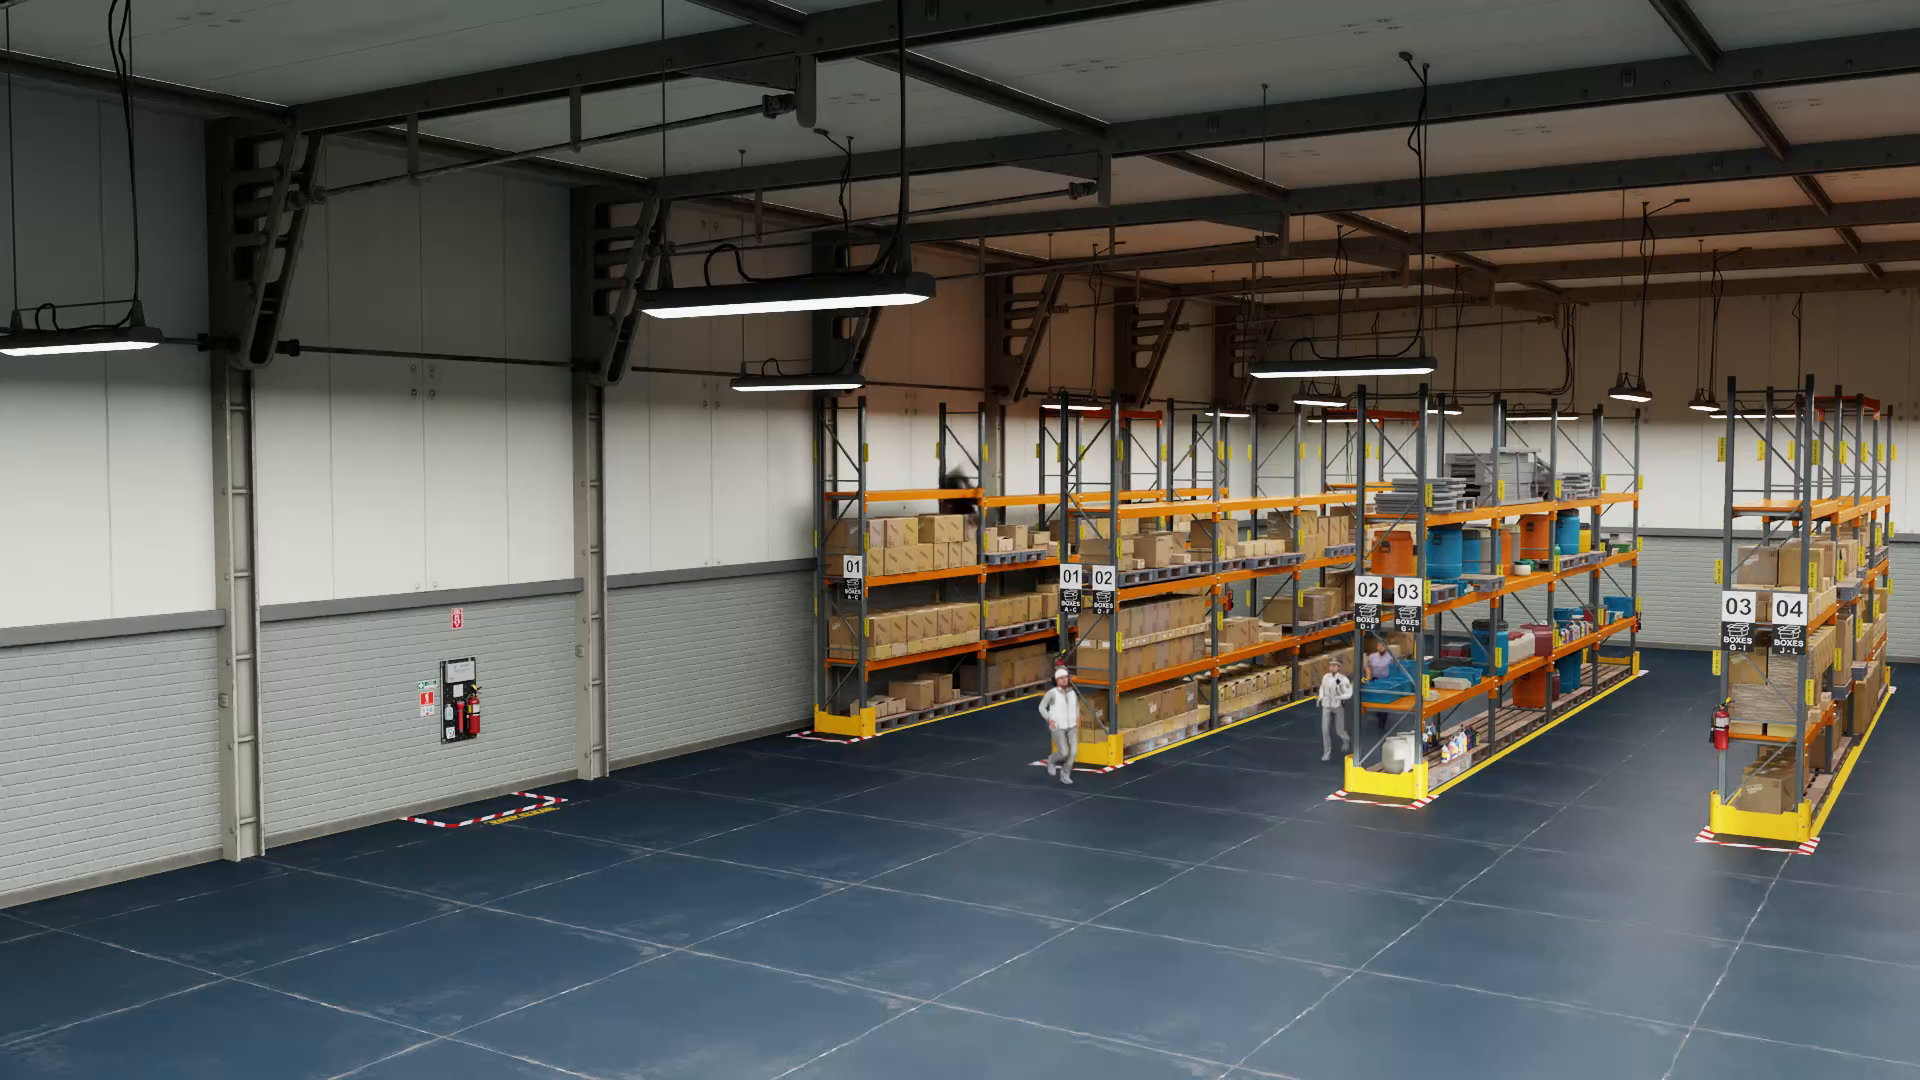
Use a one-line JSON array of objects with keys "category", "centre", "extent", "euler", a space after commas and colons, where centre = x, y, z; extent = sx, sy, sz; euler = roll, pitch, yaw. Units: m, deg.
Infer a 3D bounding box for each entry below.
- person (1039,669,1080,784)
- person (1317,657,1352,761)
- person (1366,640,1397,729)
[{"category": "person", "centre": [1.543, 2.823, 25.223], "extent": [0.676, 1.726, 0.549], "euler": [-1, 3, -26]}, {"category": "person", "centre": [6.113, 2.736, 27.174], "extent": [0.626, 1.665, 0.832], "euler": [2, 4, 34]}, {"category": "person", "centre": [7.724, 2.625, 30.391], "extent": [0.593, 1.588, 0.586], "euler": [1, 3, 22]}]
